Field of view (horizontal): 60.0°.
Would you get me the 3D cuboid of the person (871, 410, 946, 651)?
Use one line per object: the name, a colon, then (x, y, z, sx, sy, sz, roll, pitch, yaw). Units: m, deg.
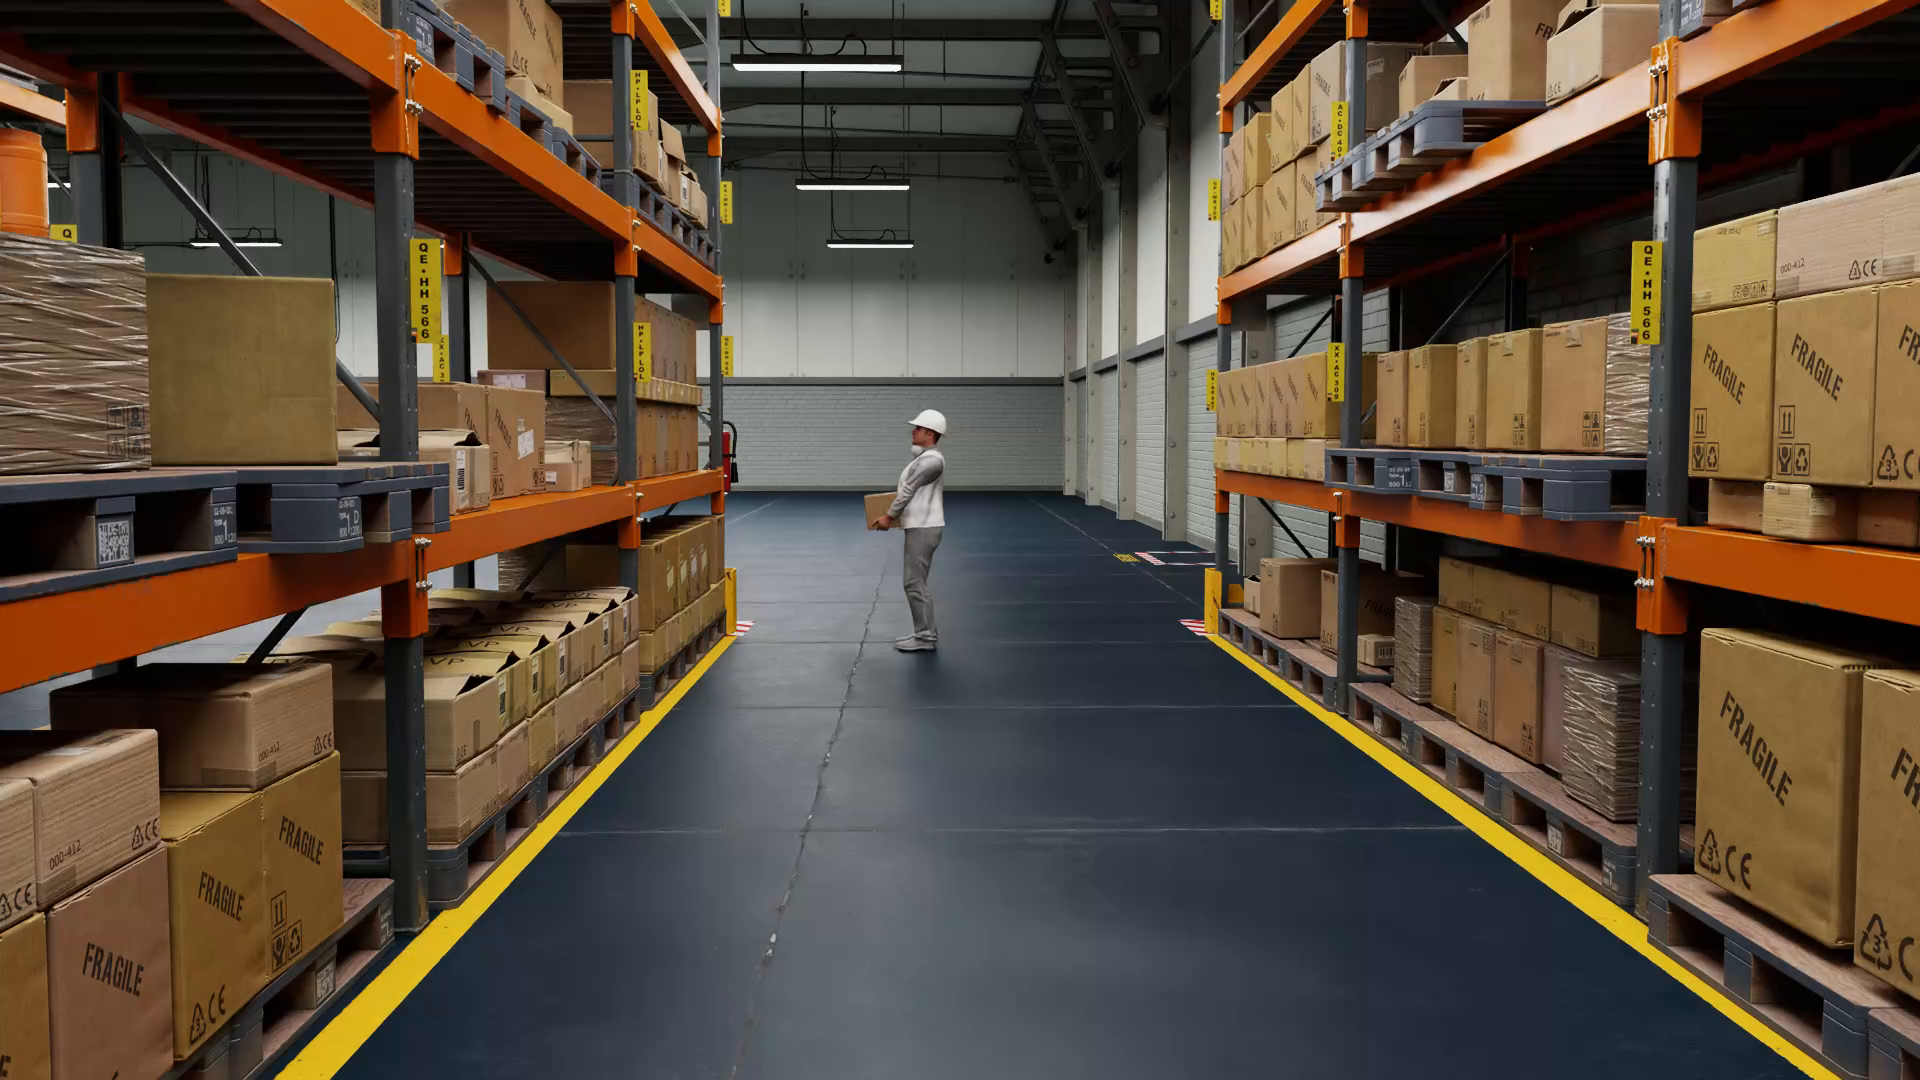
person: (-0.377, -0.076, 12.263, 0.553, 1.762, 0.494, 0, 4, -1)
